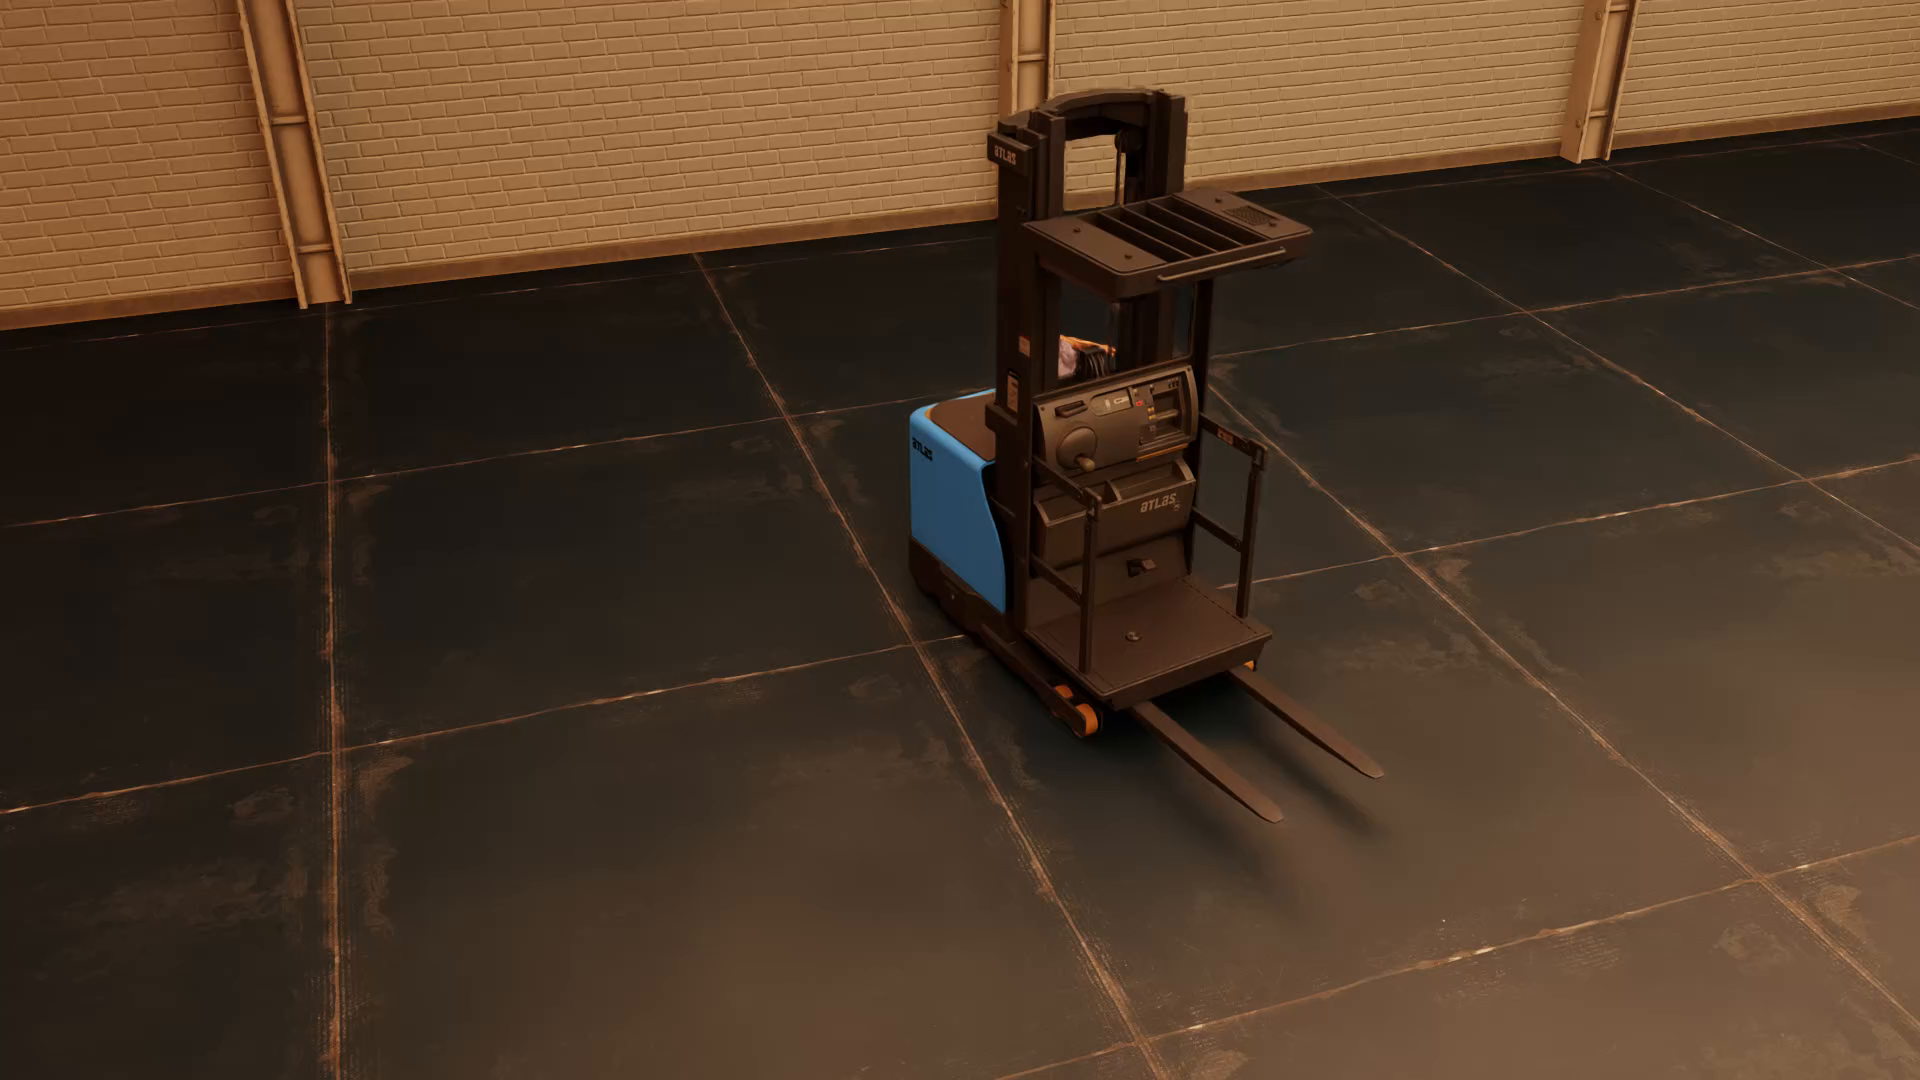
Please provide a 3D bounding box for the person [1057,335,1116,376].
[{"bbox_3d":[0.578,-0.775,9.852,0.833,1.524,0.740,-21,36,-32],"label":"person"}]

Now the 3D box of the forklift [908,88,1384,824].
[{"bbox_3d":[0.898,-0.551,8.044,1.130,2.935,3.031,-17,34,-27],"label":"forklift"}]
